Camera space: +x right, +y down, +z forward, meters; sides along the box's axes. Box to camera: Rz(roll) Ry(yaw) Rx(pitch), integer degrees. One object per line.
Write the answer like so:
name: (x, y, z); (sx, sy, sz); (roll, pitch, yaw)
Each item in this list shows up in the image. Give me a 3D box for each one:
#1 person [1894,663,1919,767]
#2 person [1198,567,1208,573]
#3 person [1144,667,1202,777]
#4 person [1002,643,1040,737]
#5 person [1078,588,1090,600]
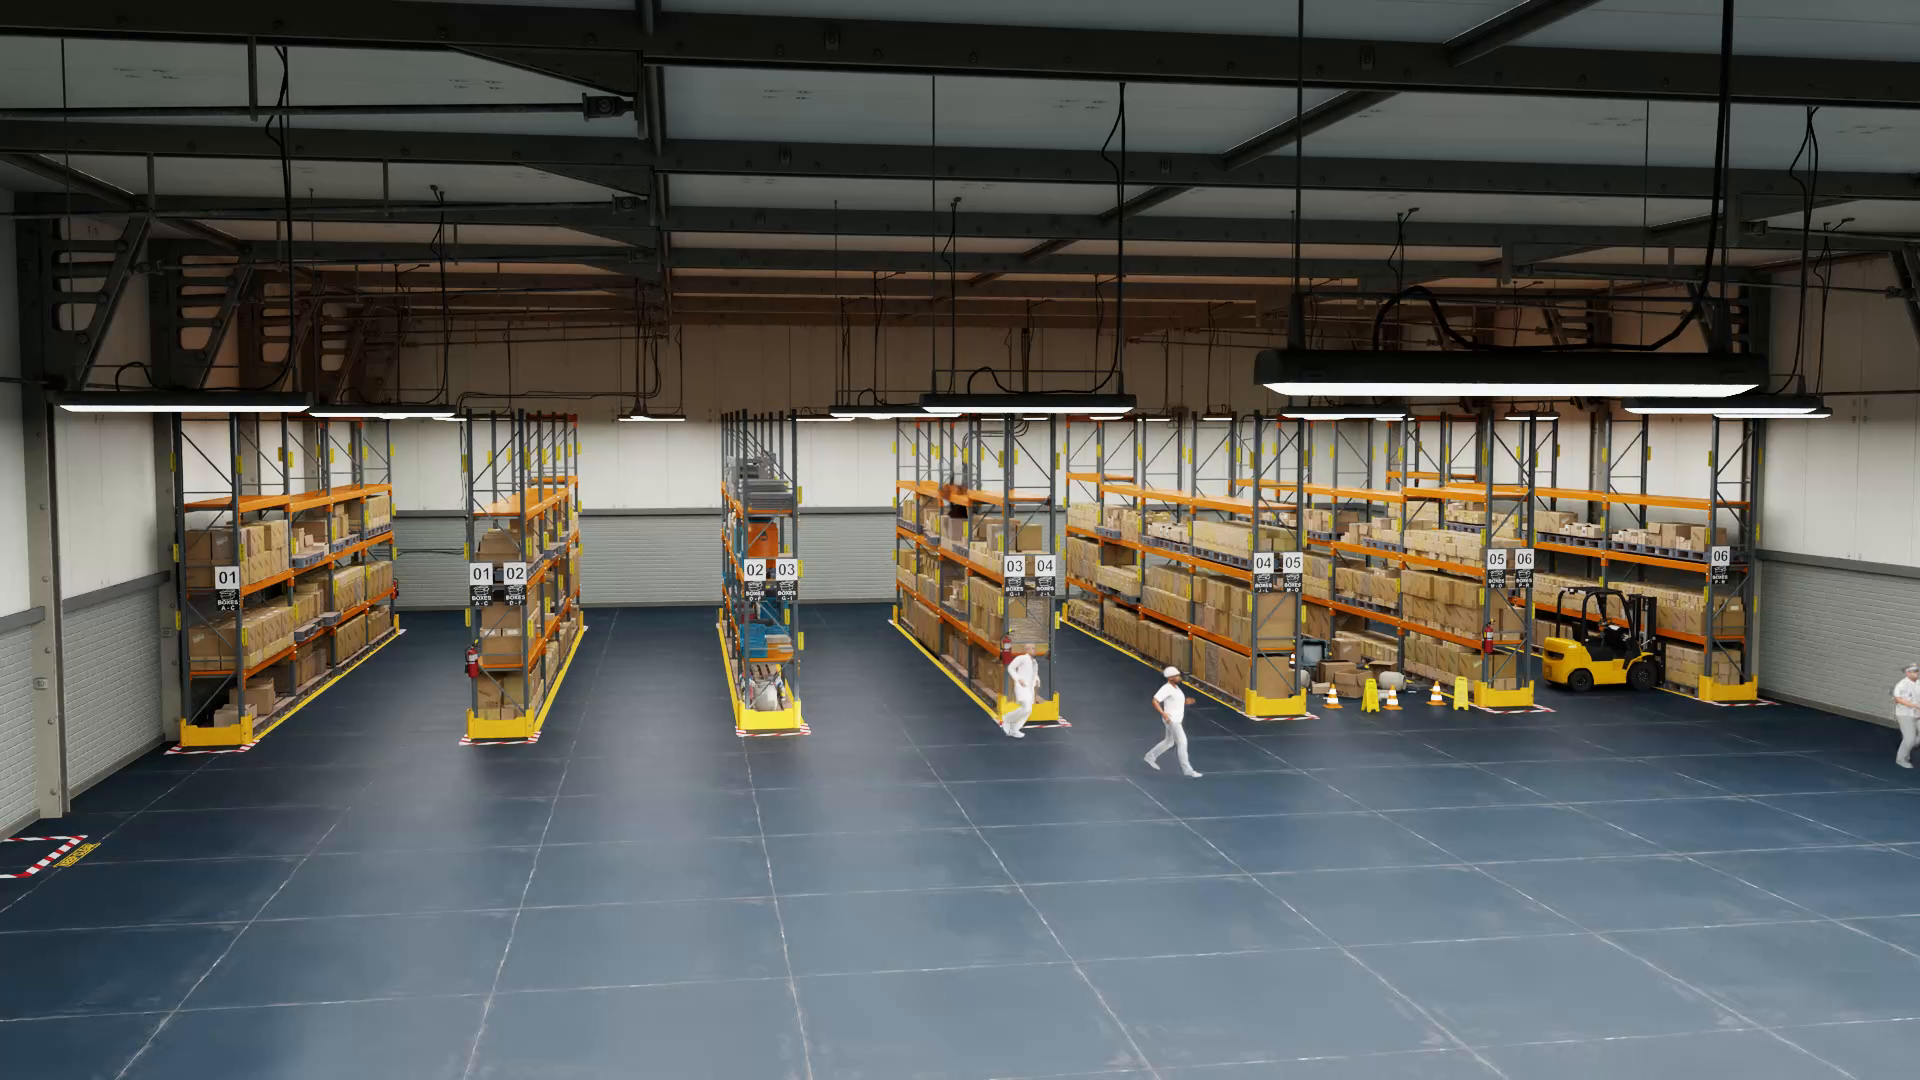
person: (15.892, 2.913, 27.688); (0.716, 1.743, 0.553); (-2, 4, -26)
person: (7.441, 1.392, 50.633); (0.875, 1.673, 0.605); (0, 4, -1)
person: (3.453, 2.930, 26.962); (0.987, 1.755, 0.699); (1, 4, 17)
person: (1.184, 2.743, 30.570); (0.627, 1.686, 0.752); (3, 5, 37)
person: (3.760, 1.433, 49.758); (0.608, 1.662, 0.617); (1, 4, 16)
